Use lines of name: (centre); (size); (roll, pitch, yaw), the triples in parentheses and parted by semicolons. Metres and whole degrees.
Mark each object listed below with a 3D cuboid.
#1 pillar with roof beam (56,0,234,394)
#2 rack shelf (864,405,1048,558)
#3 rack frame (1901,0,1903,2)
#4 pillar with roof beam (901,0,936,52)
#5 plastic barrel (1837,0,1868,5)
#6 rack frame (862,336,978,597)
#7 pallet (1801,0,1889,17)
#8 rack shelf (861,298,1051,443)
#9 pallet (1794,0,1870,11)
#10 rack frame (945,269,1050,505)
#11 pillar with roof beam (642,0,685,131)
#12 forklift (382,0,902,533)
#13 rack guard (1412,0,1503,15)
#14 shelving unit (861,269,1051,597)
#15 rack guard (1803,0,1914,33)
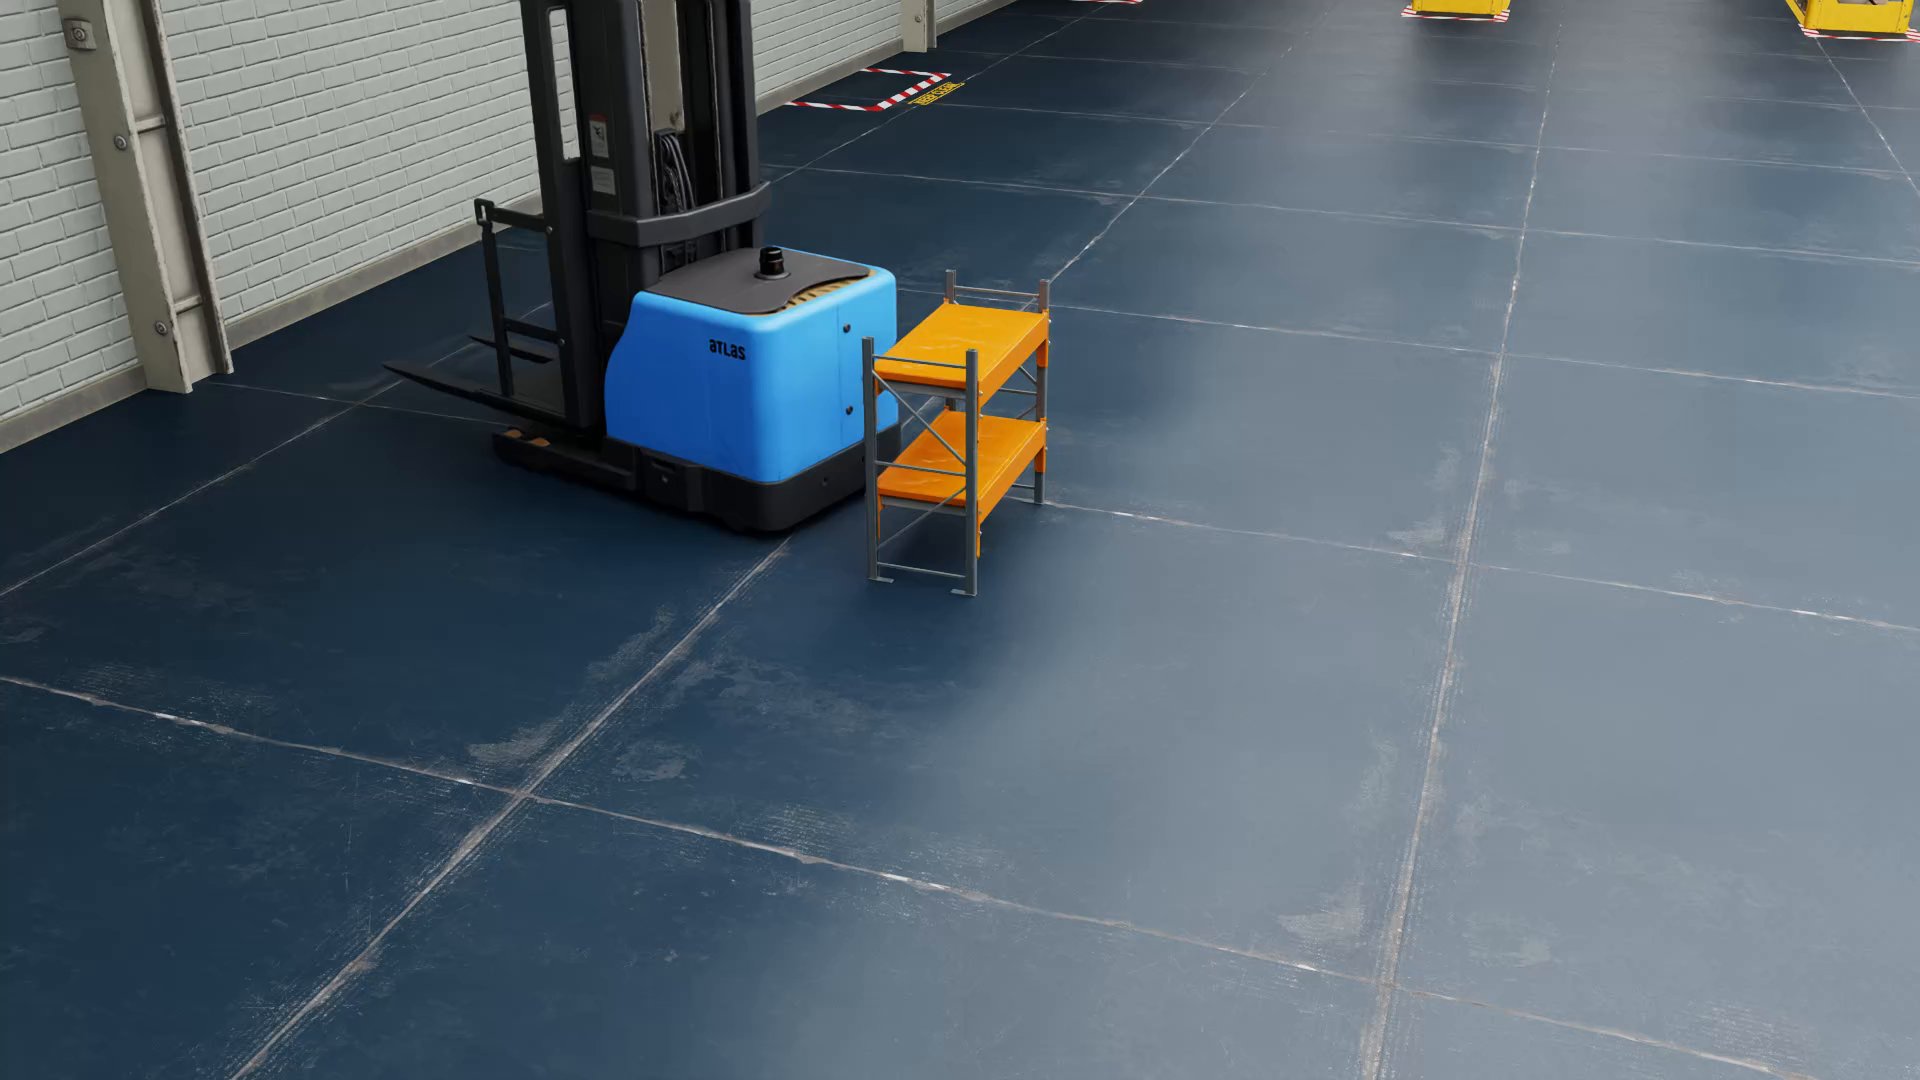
pillar with roof beam: (-0.427, -4.363, 6.436); (9.100, 9.000, 0.400); (9, 27, 17)
rack shelf: (0.002, -0.289, 7.617); (0.538, 0.278, 1.000); (9, 27, 17)
rack frame: (11.428, -7.835, 20.489); (1.000, 3.000, 0.127); (9, 27, 17)
pillar with roof beam: (3.566, -9.295, 16.621); (9.100, 9.000, 0.400); (9, 27, 17)
plastic barrel: (11.575, -7.186, 21.522); (0.421, 0.512, 0.421); (0, 26, 0)
rack frame: (-0.167, -0.300, 7.079); (0.500, 1.125, 0.032); (9, 27, 17)
pallet: (11.684, -6.951, 21.864); (1.003, 0.211, 1.213); (9, 27, 17)
rack shelf: (0.002, -0.772, 7.383); (0.538, 0.278, 1.000); (9, 27, 17)
pallet: (12.092, -7.450, 22.896); (1.003, 0.211, 1.213); (9, 27, 17)
rack frame: (0.171, -0.718, 7.942); (0.500, 1.125, 0.032); (9, 27, 17)
pillar with roof beam: (1.569, -6.829, 11.528); (9.100, 9.000, 0.400); (9, 27, 17)
forklift: (-1.792, -1.841, 8.190); (3.031, 2.935, 1.130); (17, 31, 31)
rack guard: (6.750, -7.420, 22.501); (1.175, 0.500, 0.348); (9, 27, 17)
shelving unit: (0.002, -0.509, 7.511); (0.538, 1.125, 1.048); (9, 27, 17)
rack guard: (11.409, -6.748, 21.113); (1.175, 0.500, 0.348); (9, 27, 17)
